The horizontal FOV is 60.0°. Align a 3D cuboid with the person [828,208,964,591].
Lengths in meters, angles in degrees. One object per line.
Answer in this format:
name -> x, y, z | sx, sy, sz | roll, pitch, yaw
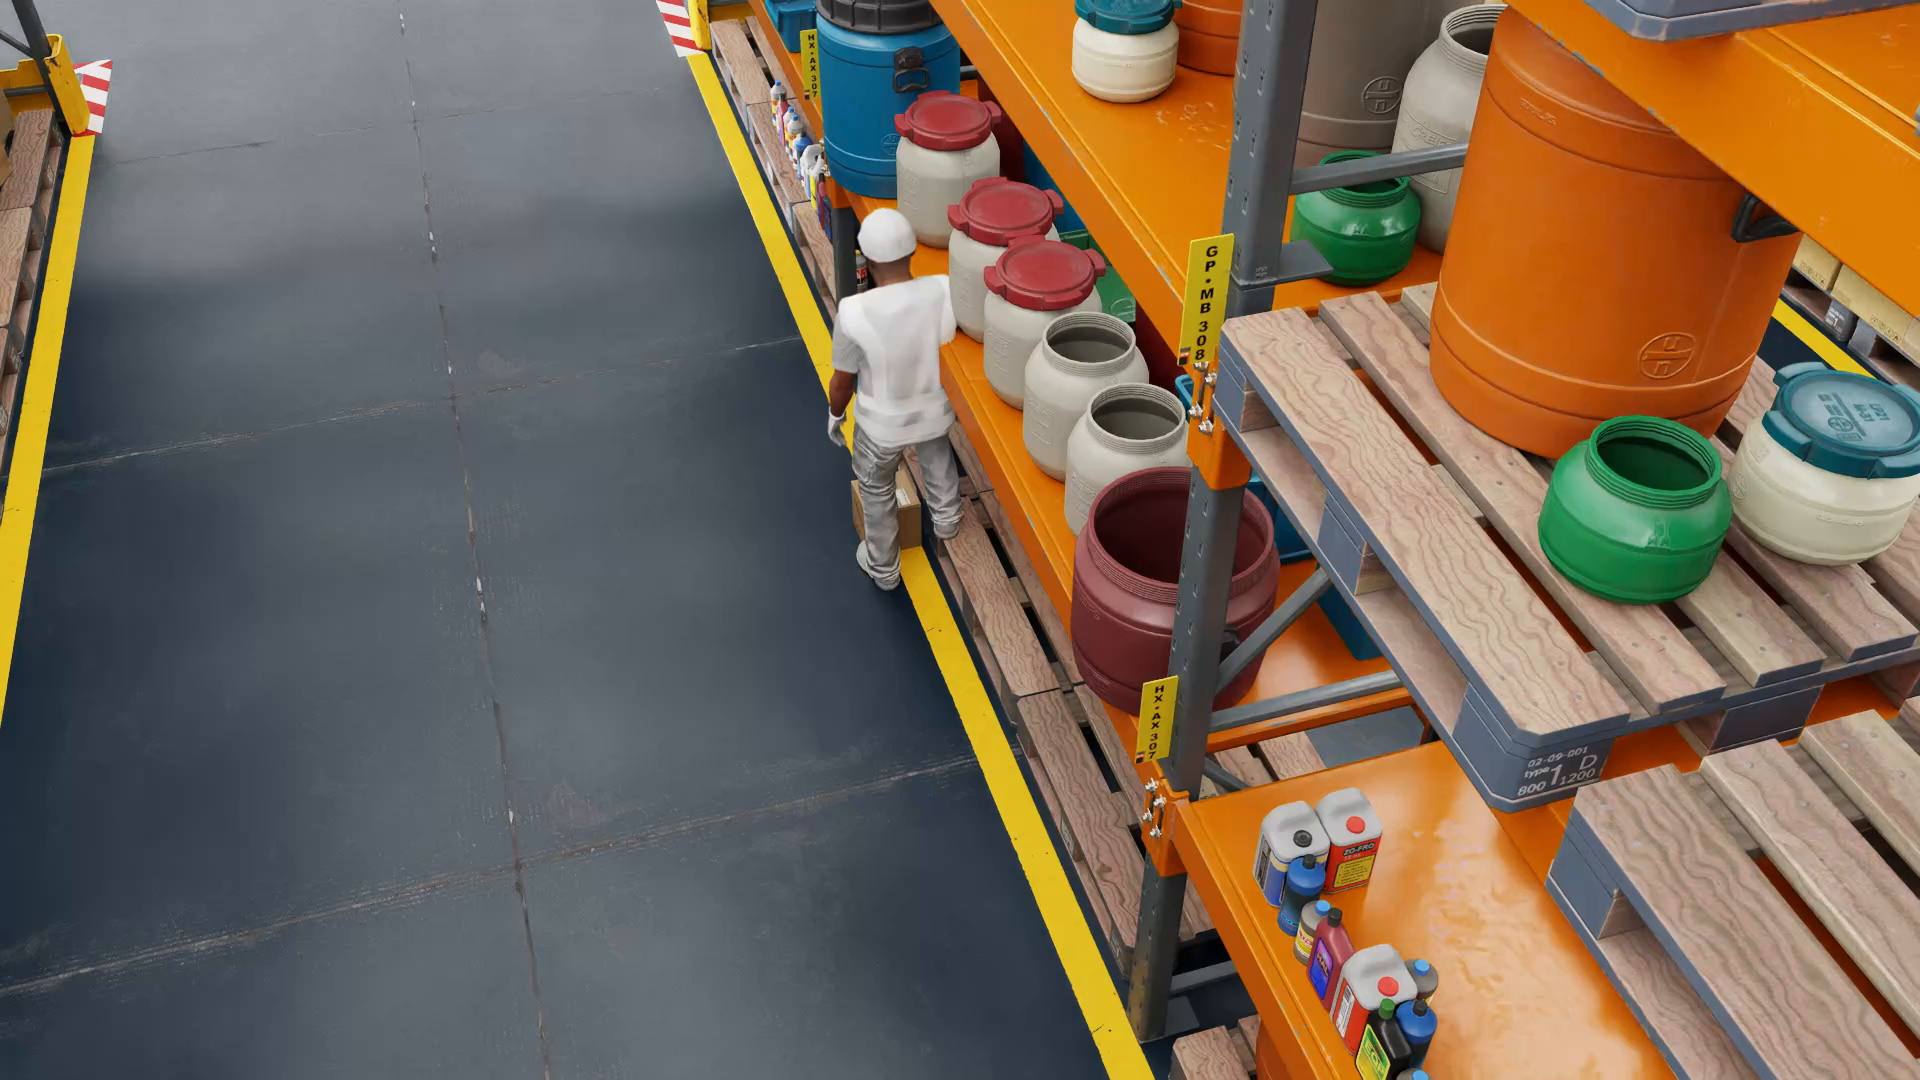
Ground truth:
person -> -0.246, -0.563, 6.776 | 0.620, 1.780, 0.519 | -13, 44, -15
